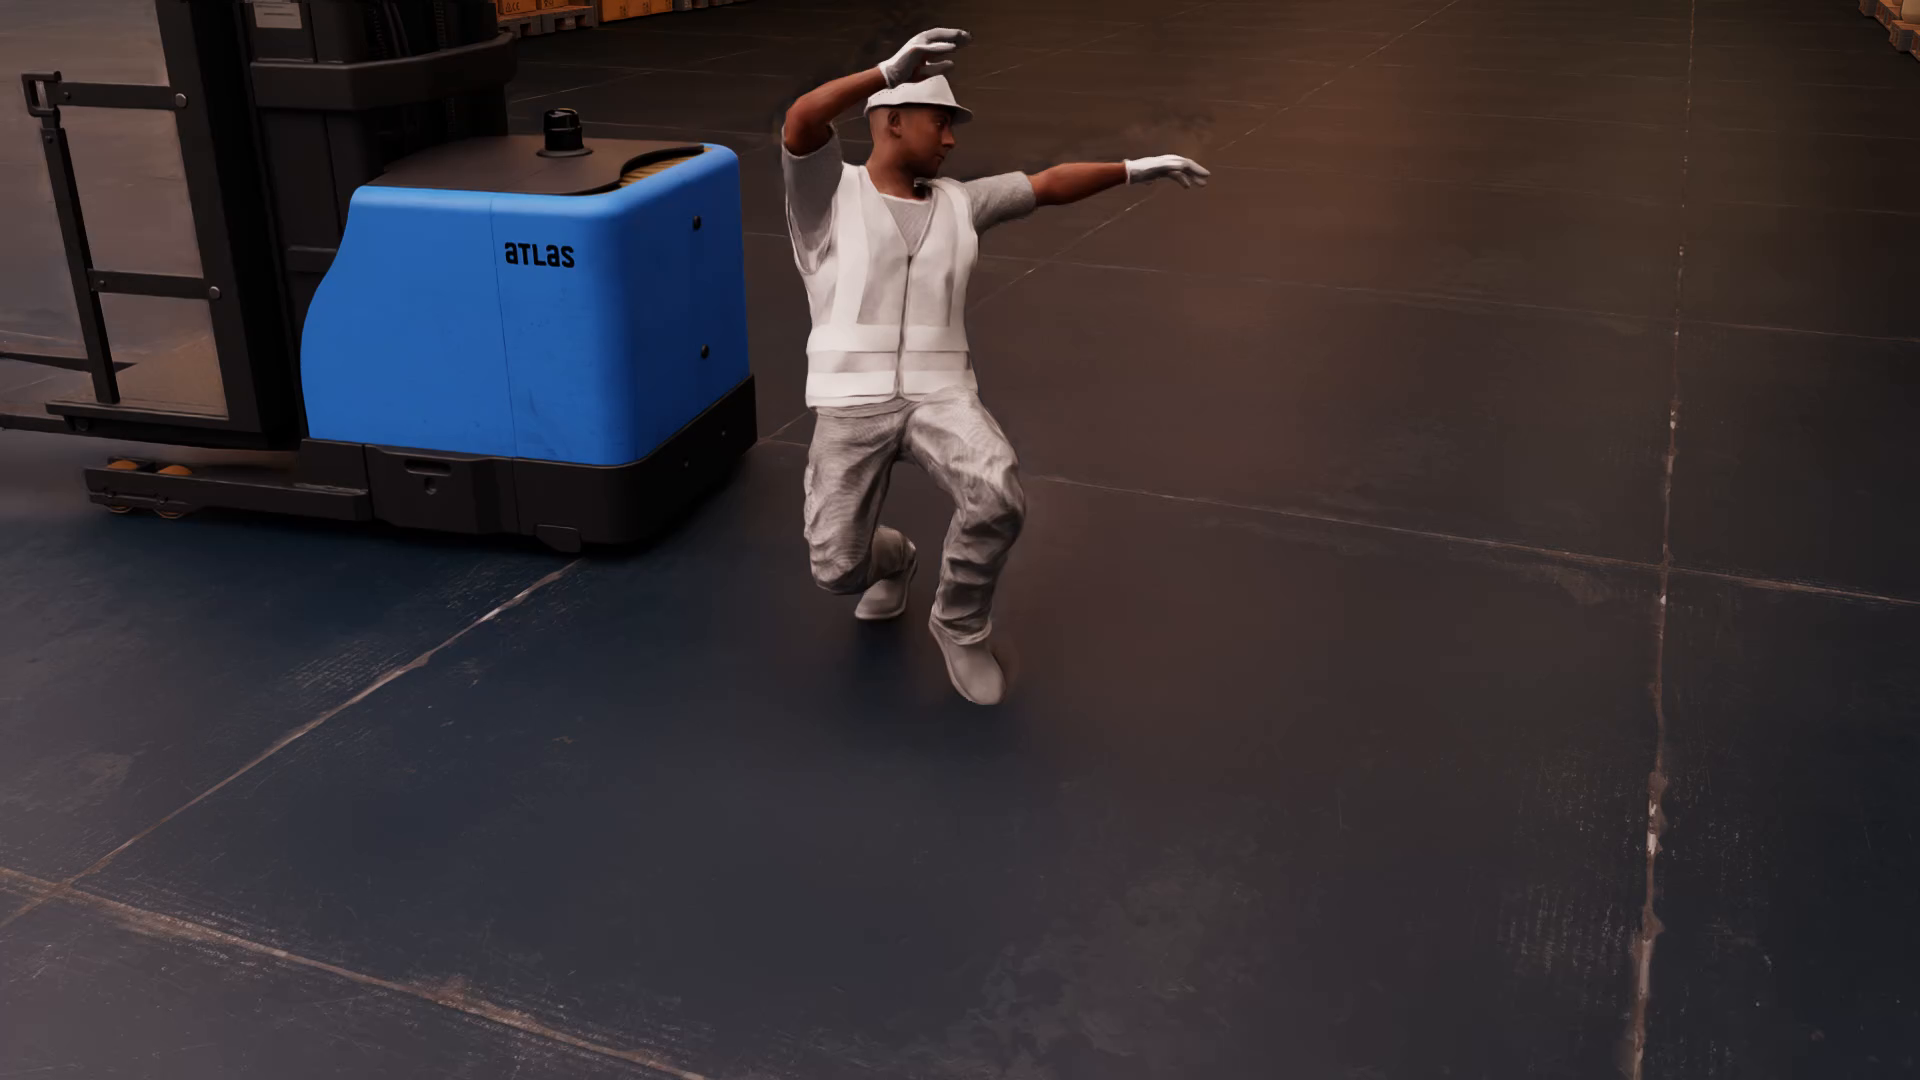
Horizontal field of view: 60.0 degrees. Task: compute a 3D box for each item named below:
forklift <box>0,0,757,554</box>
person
[{"bbox_3d":[-2.272,-1.608,5.139,3.031,2.935,1.130,6,23,14],"label":"forklift"},{"bbox_3d":[0.147,-0.440,4.130,1.130,1.611,0.866,-4,23,-9],"label":"person"}]
